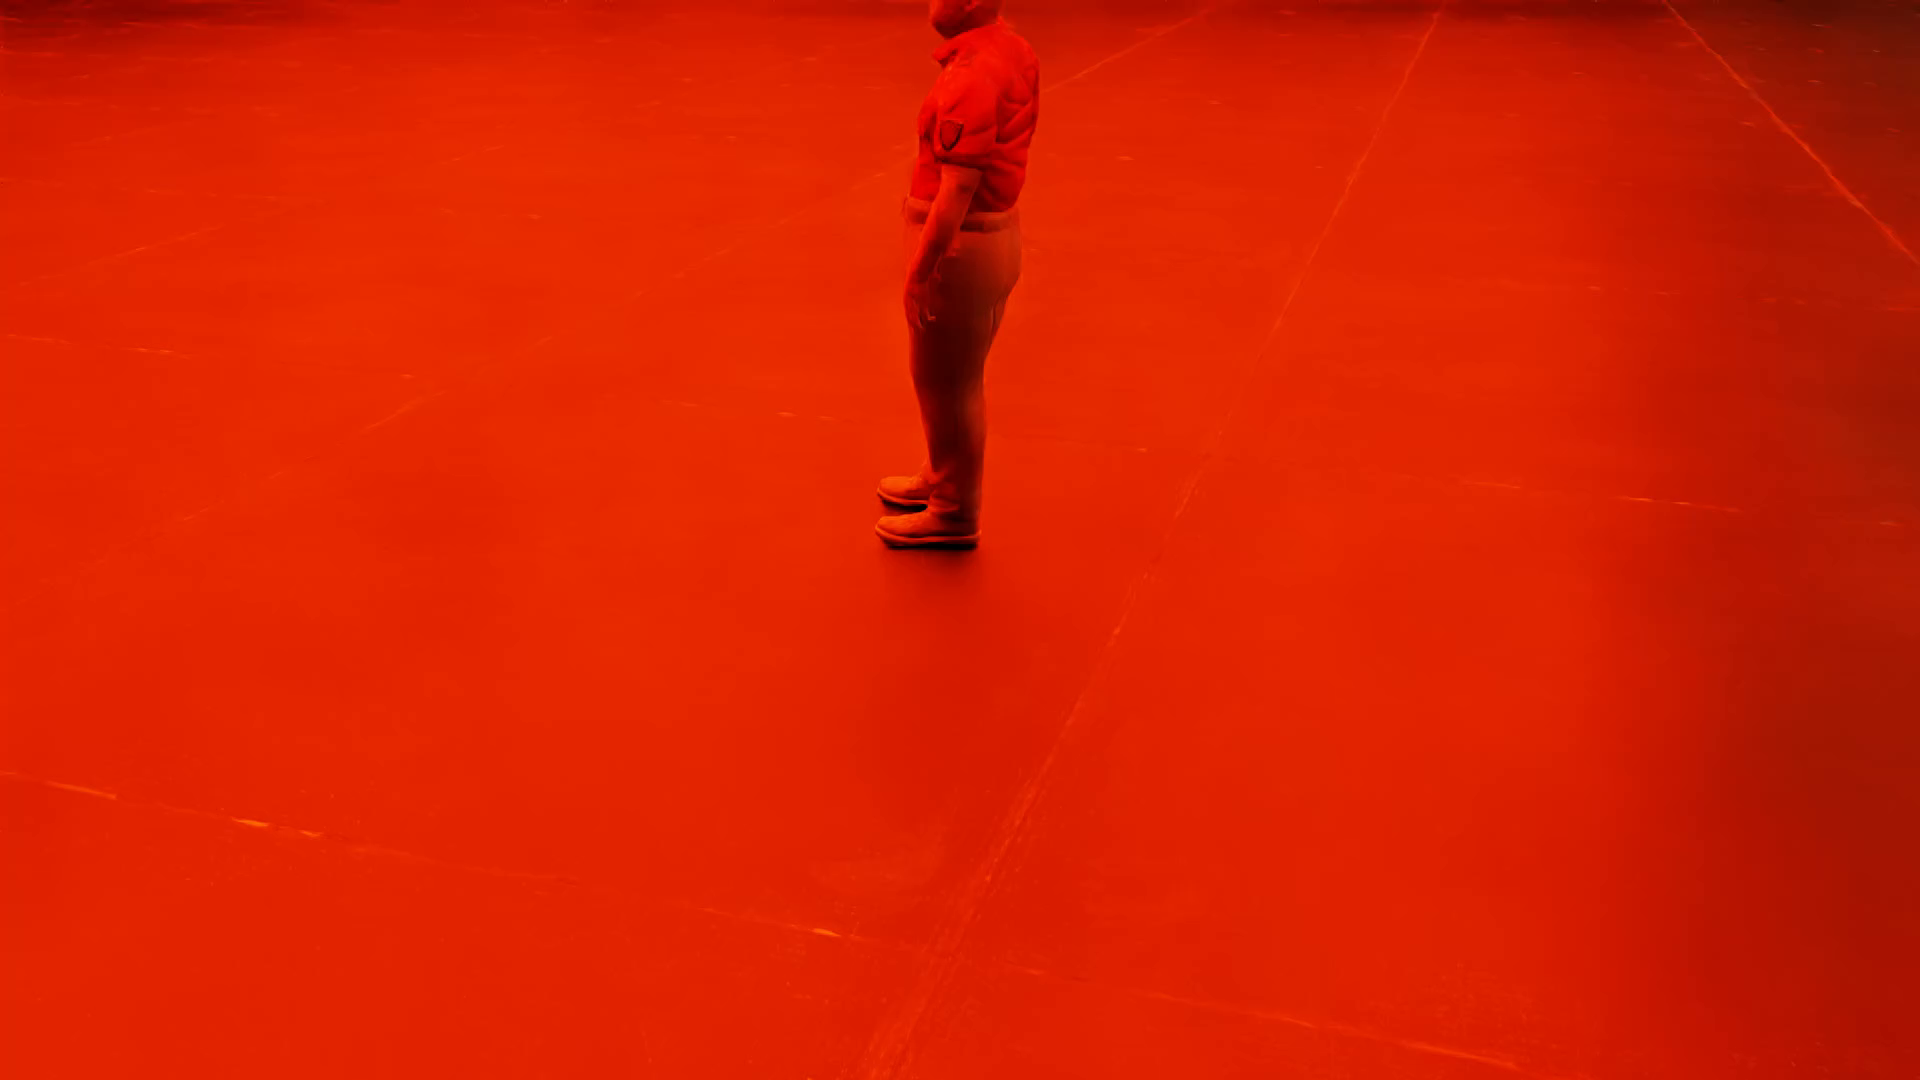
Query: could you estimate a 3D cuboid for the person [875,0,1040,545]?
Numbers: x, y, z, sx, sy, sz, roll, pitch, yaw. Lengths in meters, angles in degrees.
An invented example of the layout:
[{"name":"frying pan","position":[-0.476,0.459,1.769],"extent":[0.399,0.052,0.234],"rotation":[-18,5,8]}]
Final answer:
[{"name":"person","position":[-0.082,-0.821,4.823],"extent":[0.550,1.727,0.640],"rotation":[7,23,16]}]
